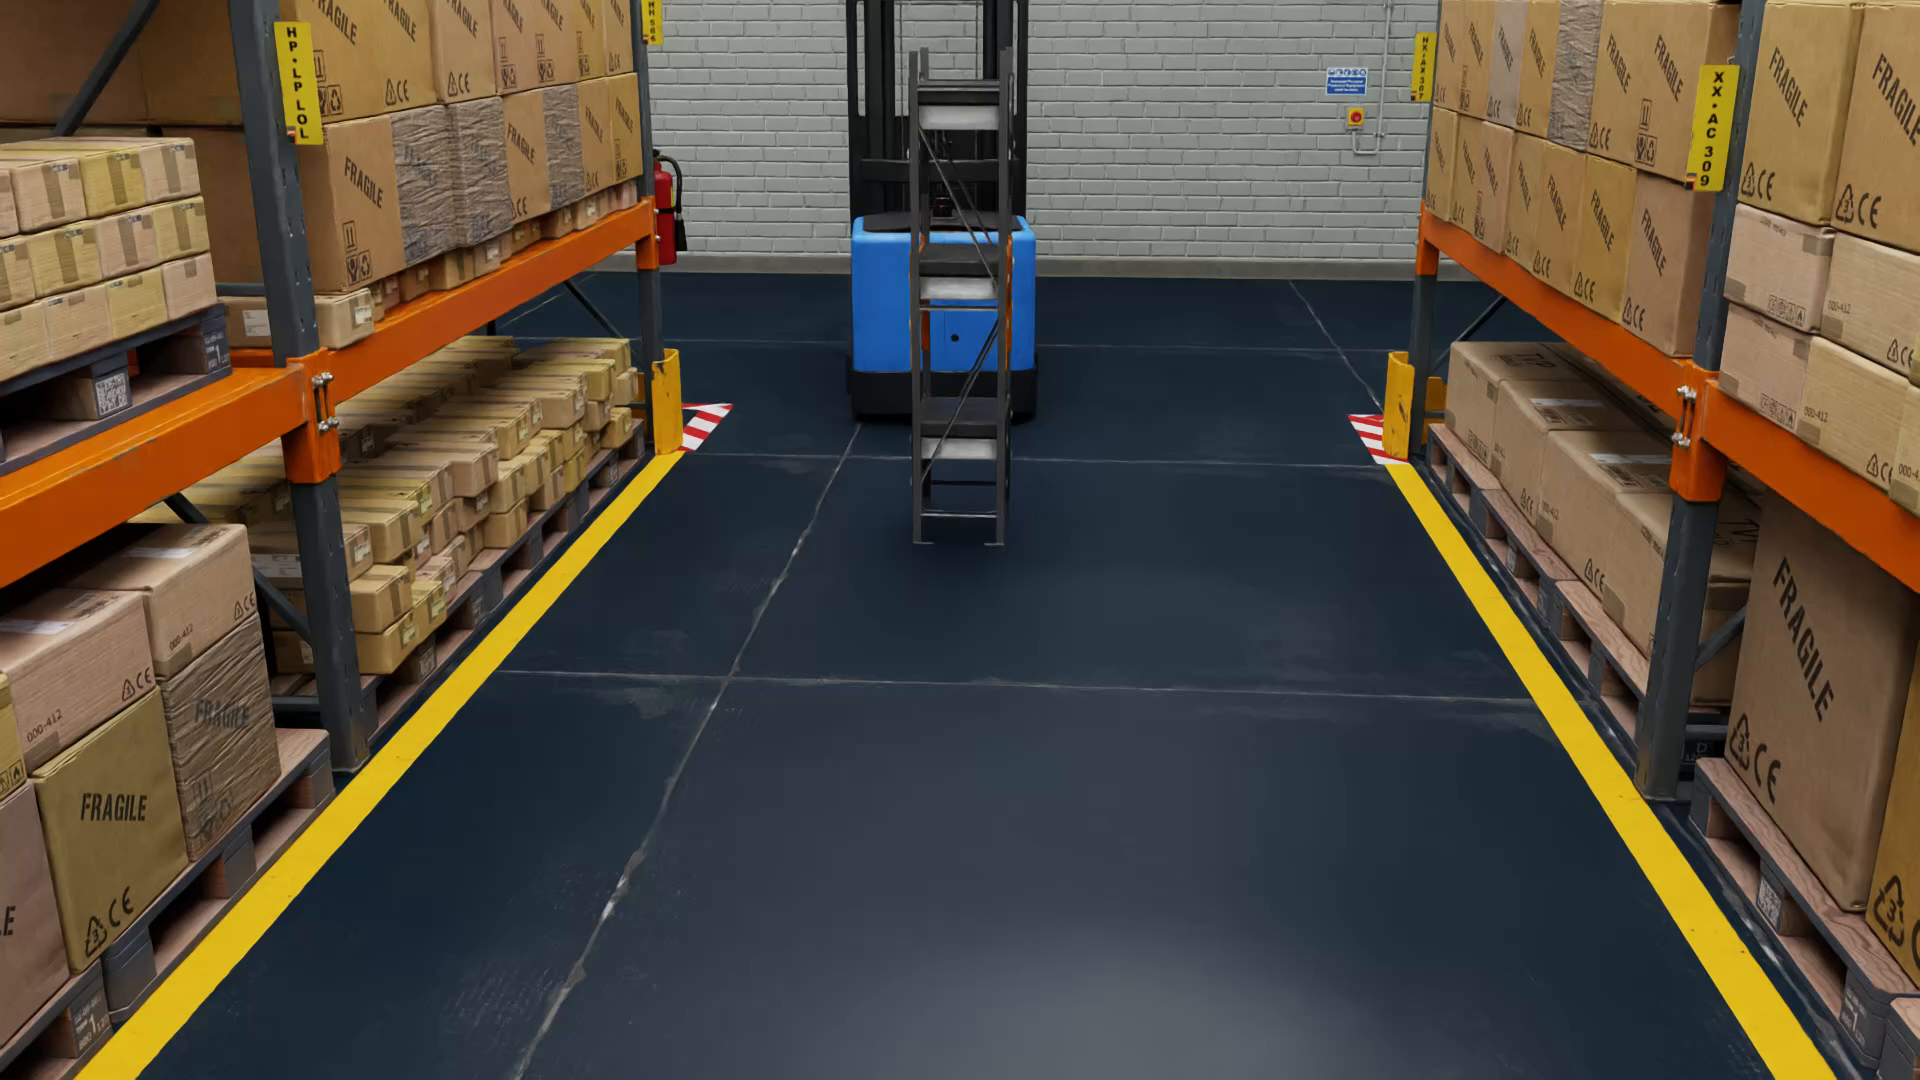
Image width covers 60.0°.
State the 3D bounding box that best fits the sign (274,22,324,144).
[{"bbox_3d":[-1.825,-1.259,4.589,0.100,0.325,0.005,1,18,4],"label":"sign"}]

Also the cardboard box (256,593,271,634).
[{"bbox_3d":[-2.588,0.227,5.818,0.380,0.149,0.250,2,18,5],"label":"cardboard box"}]

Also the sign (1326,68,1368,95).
[{"bbox_3d":[3.190,-3.784,13.719,0.327,0.218,0.001,1,18,4],"label":"sign"}]

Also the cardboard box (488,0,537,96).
[{"bbox_3d":[-1.976,-1.996,6.452,0.500,0.500,0.500,1,18,2],"label":"cardboard box"}]

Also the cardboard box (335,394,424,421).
[{"bbox_3d":[-2.543,-0.526,7.159,0.380,0.149,0.250,2,18,5],"label":"cardboard box"}]

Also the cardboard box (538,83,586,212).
[{"bbox_3d":[-1.936,-1.689,7.121,0.500,0.500,0.500,1,18,4],"label":"cardboard box"}]

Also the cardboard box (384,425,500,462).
[{"bbox_3d":[-2.066,-0.359,6.651,0.380,0.149,0.250,1,18,2],"label":"cardboard box"}]

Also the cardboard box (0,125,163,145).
[{"bbox_3d":[-2.626,-1.066,5.220,0.500,0.500,0.500,1,18,4],"label":"cardboard box"}]

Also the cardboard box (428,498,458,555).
[{"bbox_3d":[-2.101,-0.053,6.193,0.380,0.149,0.250,0,18,1],"label":"cardboard box"}]

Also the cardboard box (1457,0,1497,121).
[{"bbox_3d":[2.504,-2.103,7.257,0.500,0.500,0.500,1,18,2],"label":"cardboard box"}]

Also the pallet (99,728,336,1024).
[{"bbox_3d":[-2.433,0.847,4.500,1.003,0.211,1.213,1,18,4],"label":"pallet"}]

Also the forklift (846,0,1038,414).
[{"bbox_3d":[-0.147,-2.511,10.378,1.130,2.935,3.031,-1,18,-2],"label":"forklift"}]

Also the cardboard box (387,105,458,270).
[{"bbox_3d":[-2.063,-1.211,5.664,0.500,0.500,0.500,1,18,4],"label":"cardboard box"}]

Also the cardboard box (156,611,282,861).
[{"bbox_3d":[-2.180,0.503,4.409,0.500,0.500,0.500,1,18,3],"label":"cardboard box"}]

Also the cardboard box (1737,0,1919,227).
[{"bbox_3d":[2.248,-1.034,3.994,0.500,0.500,0.500,1,18,5],"label":"cardboard box"}]

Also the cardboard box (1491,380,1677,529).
[{"bbox_3d":[2.848,-0.374,7.187,0.875,0.438,0.875,2,18,5],"label":"cardboard box"}]

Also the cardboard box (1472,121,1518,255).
[{"bbox_3d":[2.469,-1.473,6.941,0.500,0.500,0.500,1,18,4],"label":"cardboard box"}]

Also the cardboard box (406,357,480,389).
[{"bbox_3d":[-2.514,-0.771,7.908,0.380,0.149,0.250,1,18,4],"label":"cardboard box"}]

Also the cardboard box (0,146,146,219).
[{"bbox_3d":[-2.231,-0.871,4.037,0.380,0.149,0.250,1,18,2],"label":"cardboard box"}]

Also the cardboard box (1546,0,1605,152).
[{"bbox_3d":[2.396,-1.632,5.821,0.500,0.500,0.500,2,18,5],"label":"cardboard box"}]

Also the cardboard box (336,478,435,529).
[{"bbox_3d":[-2.099,-0.114,5.902,0.380,0.149,0.250,1,18,3],"label":"cardboard box"}]

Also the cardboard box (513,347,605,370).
[{"bbox_3d":[-1.952,-0.843,8.128,0.380,0.149,0.250,2,18,5],"label":"cardboard box"}]

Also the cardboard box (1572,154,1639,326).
[{"bbox_3d":[2.376,-0.998,5.492,0.500,0.500,0.500,1,18,3],"label":"cardboard box"}]

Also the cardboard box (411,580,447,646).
[{"bbox_3d":[-2.013,0.246,5.758,0.380,0.149,0.250,2,18,6],"label":"cardboard box"}]

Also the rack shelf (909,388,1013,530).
[{"bbox_3d":[0.012,-0.371,7.475,0.431,0.518,0.480,1,18,4],"label":"rack shelf"}]

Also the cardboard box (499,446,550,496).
[{"bbox_3d":[-1.934,-0.291,6.919,0.380,0.149,0.250,1,18,4],"label":"cardboard box"}]

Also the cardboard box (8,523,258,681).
[{"bbox_3d":[-2.180,0.149,4.288,0.500,0.250,0.500,1,18,2],"label":"cardboard box"}]

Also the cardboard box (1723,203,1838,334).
[{"bbox_3d":[2.253,-0.677,4.110,0.500,0.250,0.500,1,18,2],"label":"cardboard box"}]

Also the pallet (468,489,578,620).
[{"bbox_3d":[-2.281,0.016,7.037,1.003,0.211,1.213,1,18,4],"label":"pallet"}]

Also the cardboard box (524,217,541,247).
[{"bbox_3d":[-2.013,-1.338,7.091,0.380,0.149,0.250,1,18,2],"label":"cardboard box"}]

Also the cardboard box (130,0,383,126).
[{"bbox_3d":[-2.103,-1.519,4.998,0.500,0.500,0.500,2,18,5],"label":"cardboard box"}]

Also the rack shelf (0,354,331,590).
[{"bbox_3d":[-2.522,0.243,3.020,1.077,0.370,4.000,1,18,4],"label":"rack shelf"}]

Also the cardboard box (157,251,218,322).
[{"bbox_3d":[-2.209,-0.673,4.388,0.380,0.149,0.250,1,18,3],"label":"cardboard box"}]

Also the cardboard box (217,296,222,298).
[{"bbox_3d":[-2.603,-0.859,5.631,0.380,0.149,0.250,2,18,6],"label":"cardboard box"}]

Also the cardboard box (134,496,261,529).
[{"bbox_3d":[-2.634,-0.044,5.690,0.380,0.149,0.250,2,18,5],"label":"cardboard box"}]

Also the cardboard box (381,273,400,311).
[{"bbox_3d":[-2.121,-0.847,5.596,0.380,0.149,0.250,0,18,1],"label":"cardboard box"}]

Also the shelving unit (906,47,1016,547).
[{"bbox_3d":[0.012,-1.049,7.253,0.431,2.100,0.503,1,18,4],"label":"shelving unit"}]

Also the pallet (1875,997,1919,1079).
[{"bbox_3d":[2.501,1.305,3.101,1.003,0.211,1.213,1,18,4],"label":"pallet"}]

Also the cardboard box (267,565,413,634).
[{"bbox_3d":[-2.033,0.188,5.458,0.380,0.149,0.250,2,18,6],"label":"cardboard box"}]

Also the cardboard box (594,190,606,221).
[{"bbox_3d":[-1.891,-1.581,7.834,0.380,0.149,0.250,1,18,3],"label":"cardboard box"}]

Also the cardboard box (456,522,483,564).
[{"bbox_3d":[-2.094,0.004,6.499,0.380,0.149,0.250,1,18,2],"label":"cardboard box"}]

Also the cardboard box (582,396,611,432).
[{"bbox_3d":[-1.880,-0.617,7.915,0.380,0.149,0.250,1,18,2],"label":"cardboard box"}]

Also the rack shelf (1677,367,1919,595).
[{"bbox_3d":[2.423,0.322,2.779,1.077,0.370,4.000,1,18,4],"label":"rack shelf"}]

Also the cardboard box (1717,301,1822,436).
[{"bbox_3d":[2.271,-0.439,4.187,0.500,0.250,0.500,1,18,3],"label":"cardboard box"}]

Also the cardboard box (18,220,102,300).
[{"bbox_3d":[-2.248,-0.655,3.856,0.380,0.149,0.250,2,18,6],"label":"cardboard box"}]

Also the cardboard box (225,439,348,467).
[{"bbox_3d":[-2.599,-0.287,6.430,0.380,0.149,0.250,0,18,1],"label":"cardboard box"}]

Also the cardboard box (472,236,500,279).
[{"bbox_3d":[-1.986,-1.092,6.341,0.380,0.149,0.250,2,18,6],"label":"cardboard box"}]

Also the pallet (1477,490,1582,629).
[{"bbox_3d":[2.783,0.070,6.872,1.003,0.211,1.213,1,18,4],"label":"pallet"}]

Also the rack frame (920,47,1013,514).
[{"bbox_3d":[0.029,-1.125,7.484,0.400,2.100,0.015,1,18,4],"label":"rack frame"}]

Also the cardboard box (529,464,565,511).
[{"bbox_3d":[-1.944,-0.235,7.227,0.380,0.149,0.250,2,18,5],"label":"cardboard box"}]

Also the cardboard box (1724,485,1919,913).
[{"bbox_3d":[2.601,0.363,4.235,0.875,0.875,0.875,2,18,6],"label":"cardboard box"}]

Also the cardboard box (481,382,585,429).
[{"bbox_3d":[-1.890,-0.596,7.374,0.380,0.149,0.250,2,18,6],"label":"cardboard box"}]

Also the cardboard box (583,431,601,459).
[{"bbox_3d":[-1.944,-0.477,7.966,0.380,0.149,0.250,1,18,4],"label":"cardboard box"}]

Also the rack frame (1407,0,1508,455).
[{"bbox_3d":[2.853,-1.884,8.354,1.000,3.000,0.127,1,18,4],"label":"rack frame"}]

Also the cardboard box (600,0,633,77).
[{"bbox_3d":[-1.876,-2.479,7.927,0.500,0.500,0.500,1,18,3],"label":"cardboard box"}]

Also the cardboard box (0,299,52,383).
[{"bbox_3d":[-2.266,-0.437,3.668,0.380,0.149,0.250,0,18,1],"label":"cardboard box"}]
